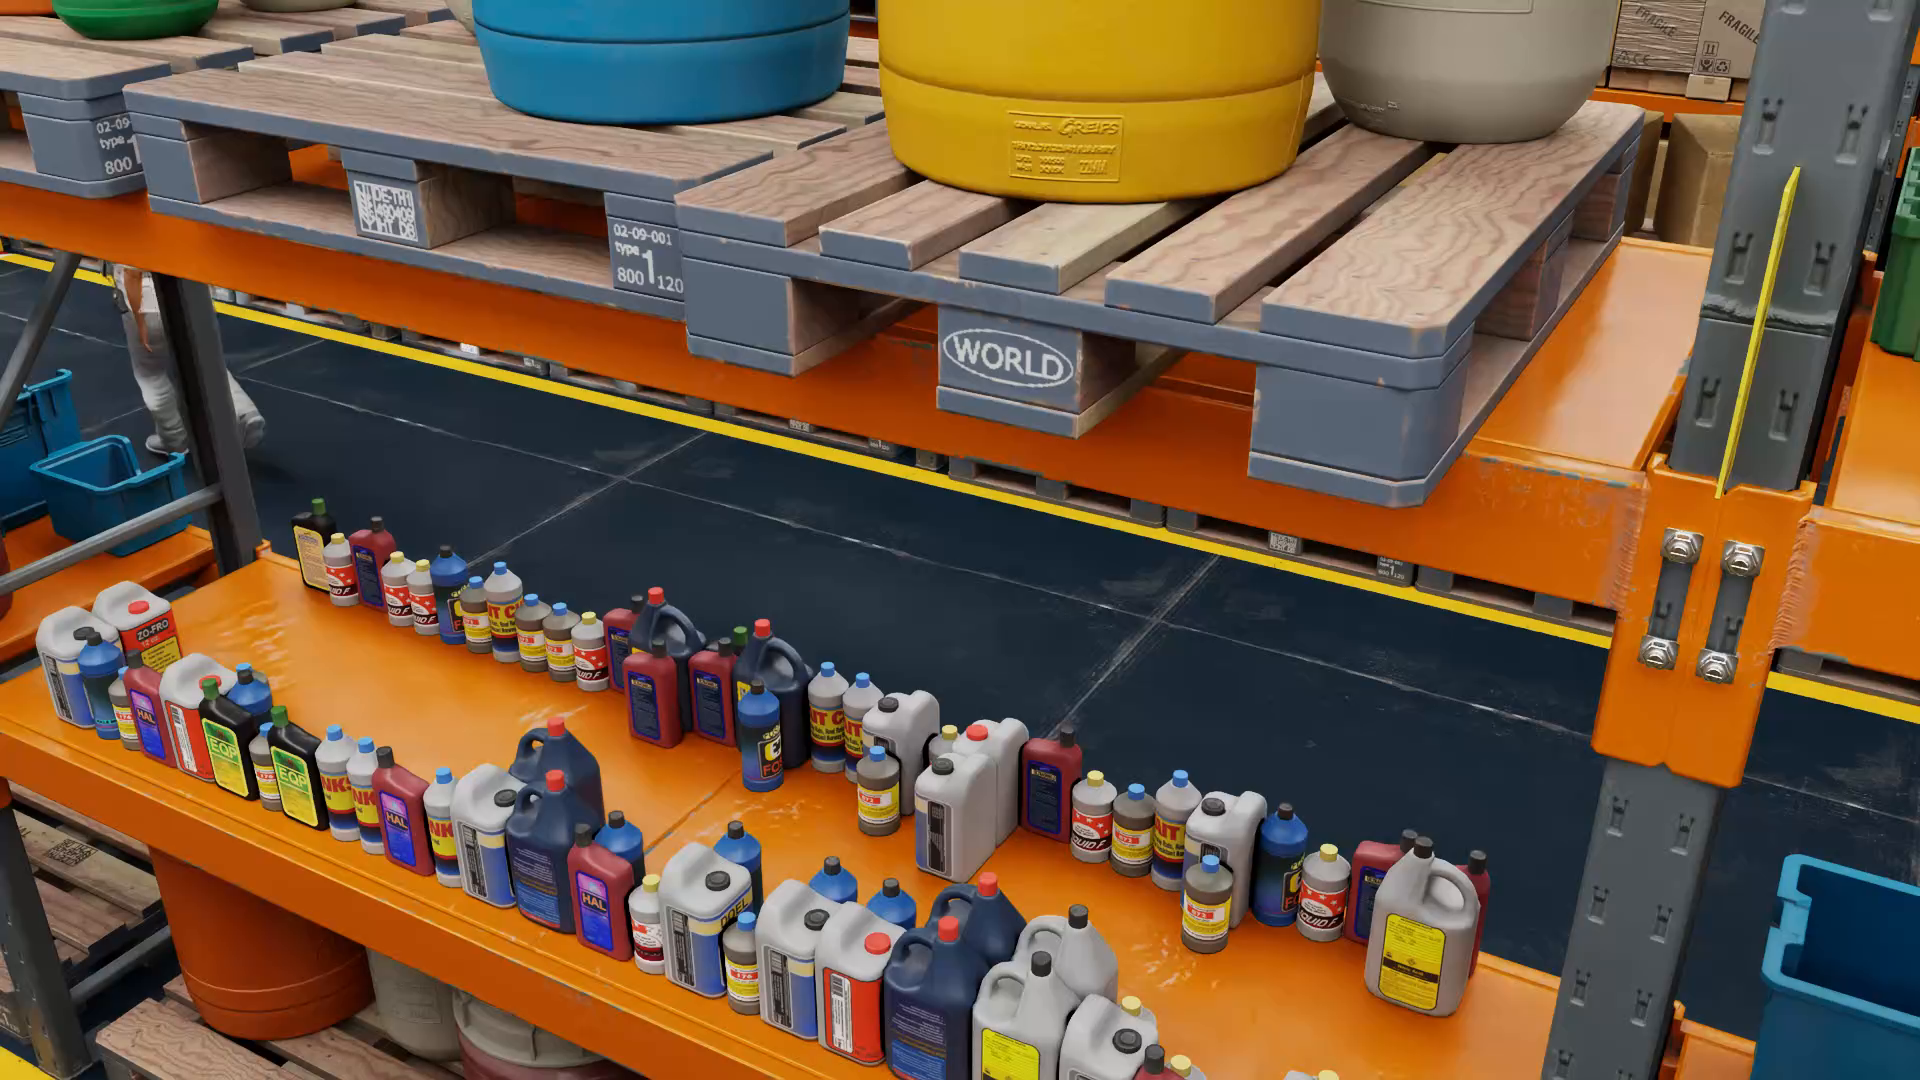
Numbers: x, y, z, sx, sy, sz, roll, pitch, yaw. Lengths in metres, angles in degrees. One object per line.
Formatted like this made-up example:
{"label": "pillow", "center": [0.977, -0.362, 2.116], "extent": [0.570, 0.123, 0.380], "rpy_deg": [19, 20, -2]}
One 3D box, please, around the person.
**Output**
{"label": "person", "center": [-3.979, -1.167, 8.410], "extent": [0.782, 1.632, 0.494], "rpy_deg": [18, 32, 32]}
